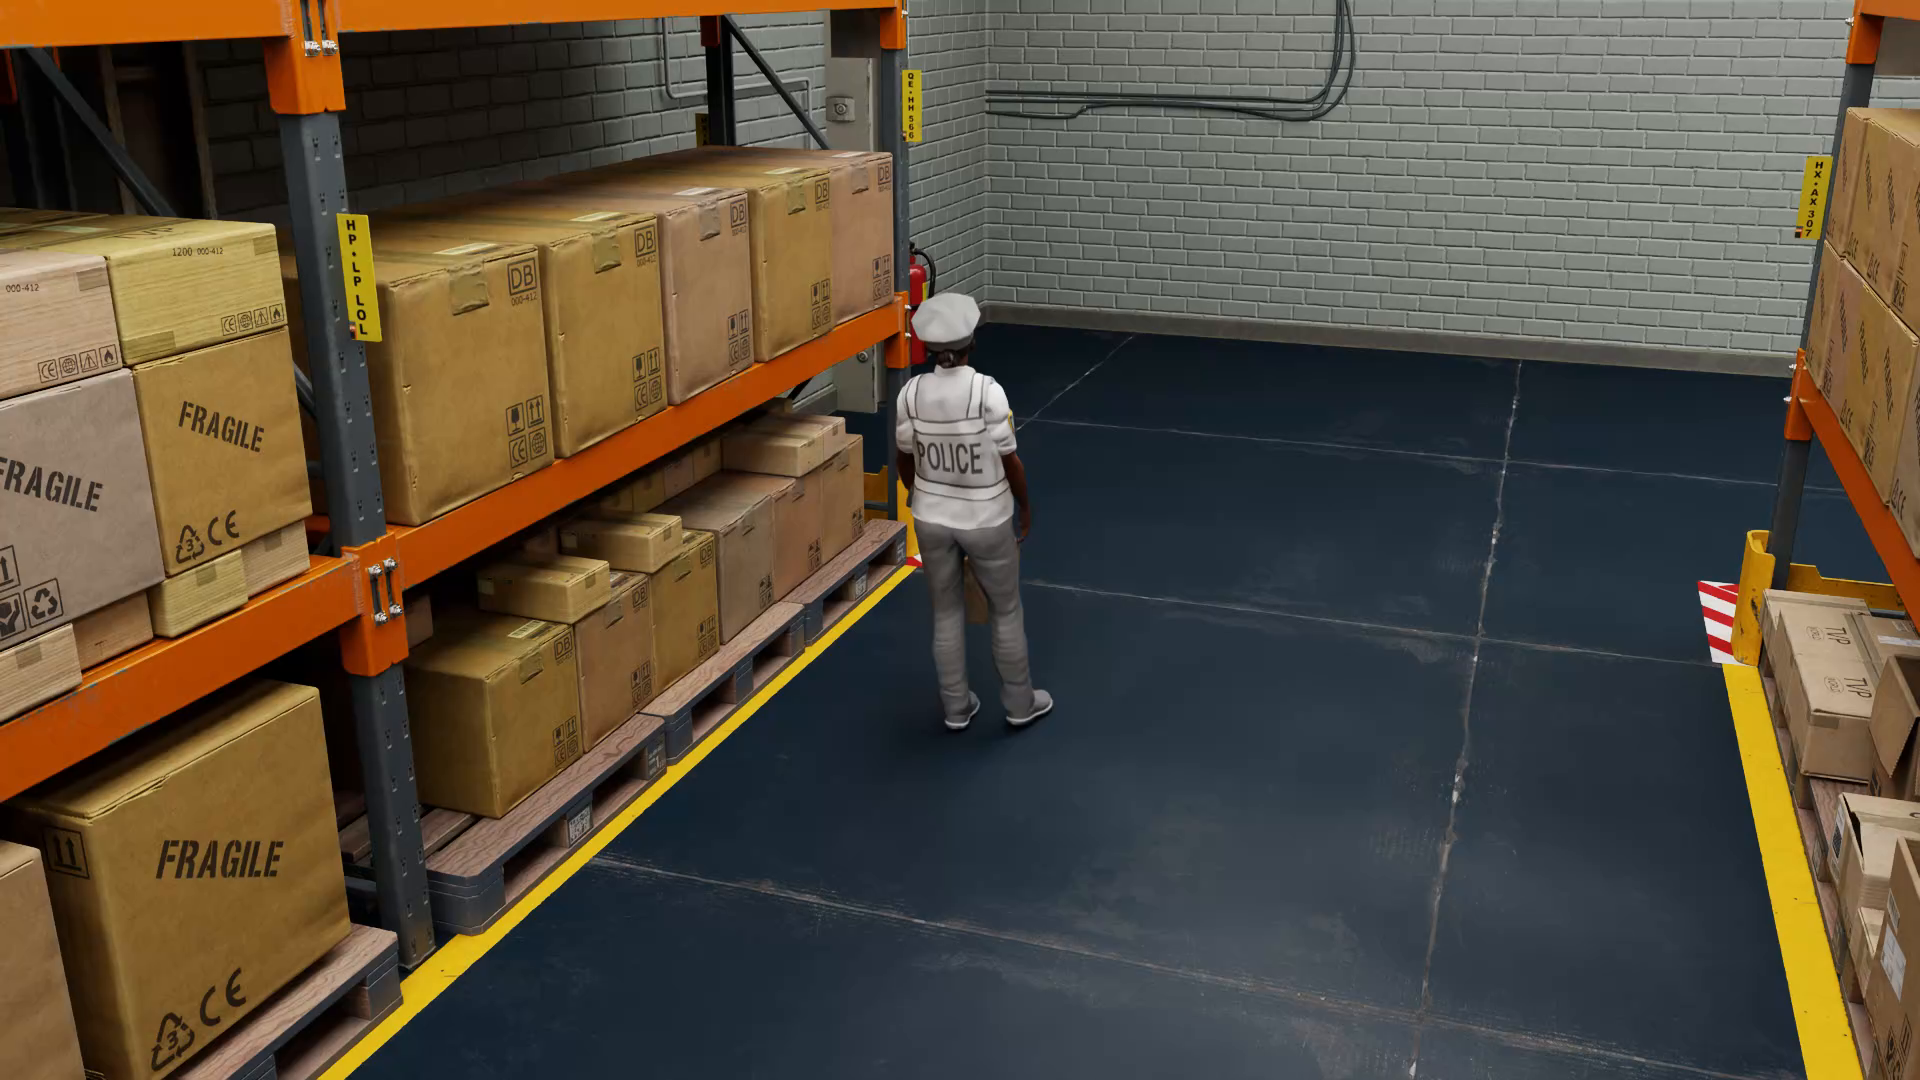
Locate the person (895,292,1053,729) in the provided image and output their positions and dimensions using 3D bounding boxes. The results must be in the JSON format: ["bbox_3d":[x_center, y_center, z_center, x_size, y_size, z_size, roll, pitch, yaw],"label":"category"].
[{"bbox_3d":[0.048,-0.098,6.268,0.547,1.698,0.528,6,20,18],"label":"person"}]
